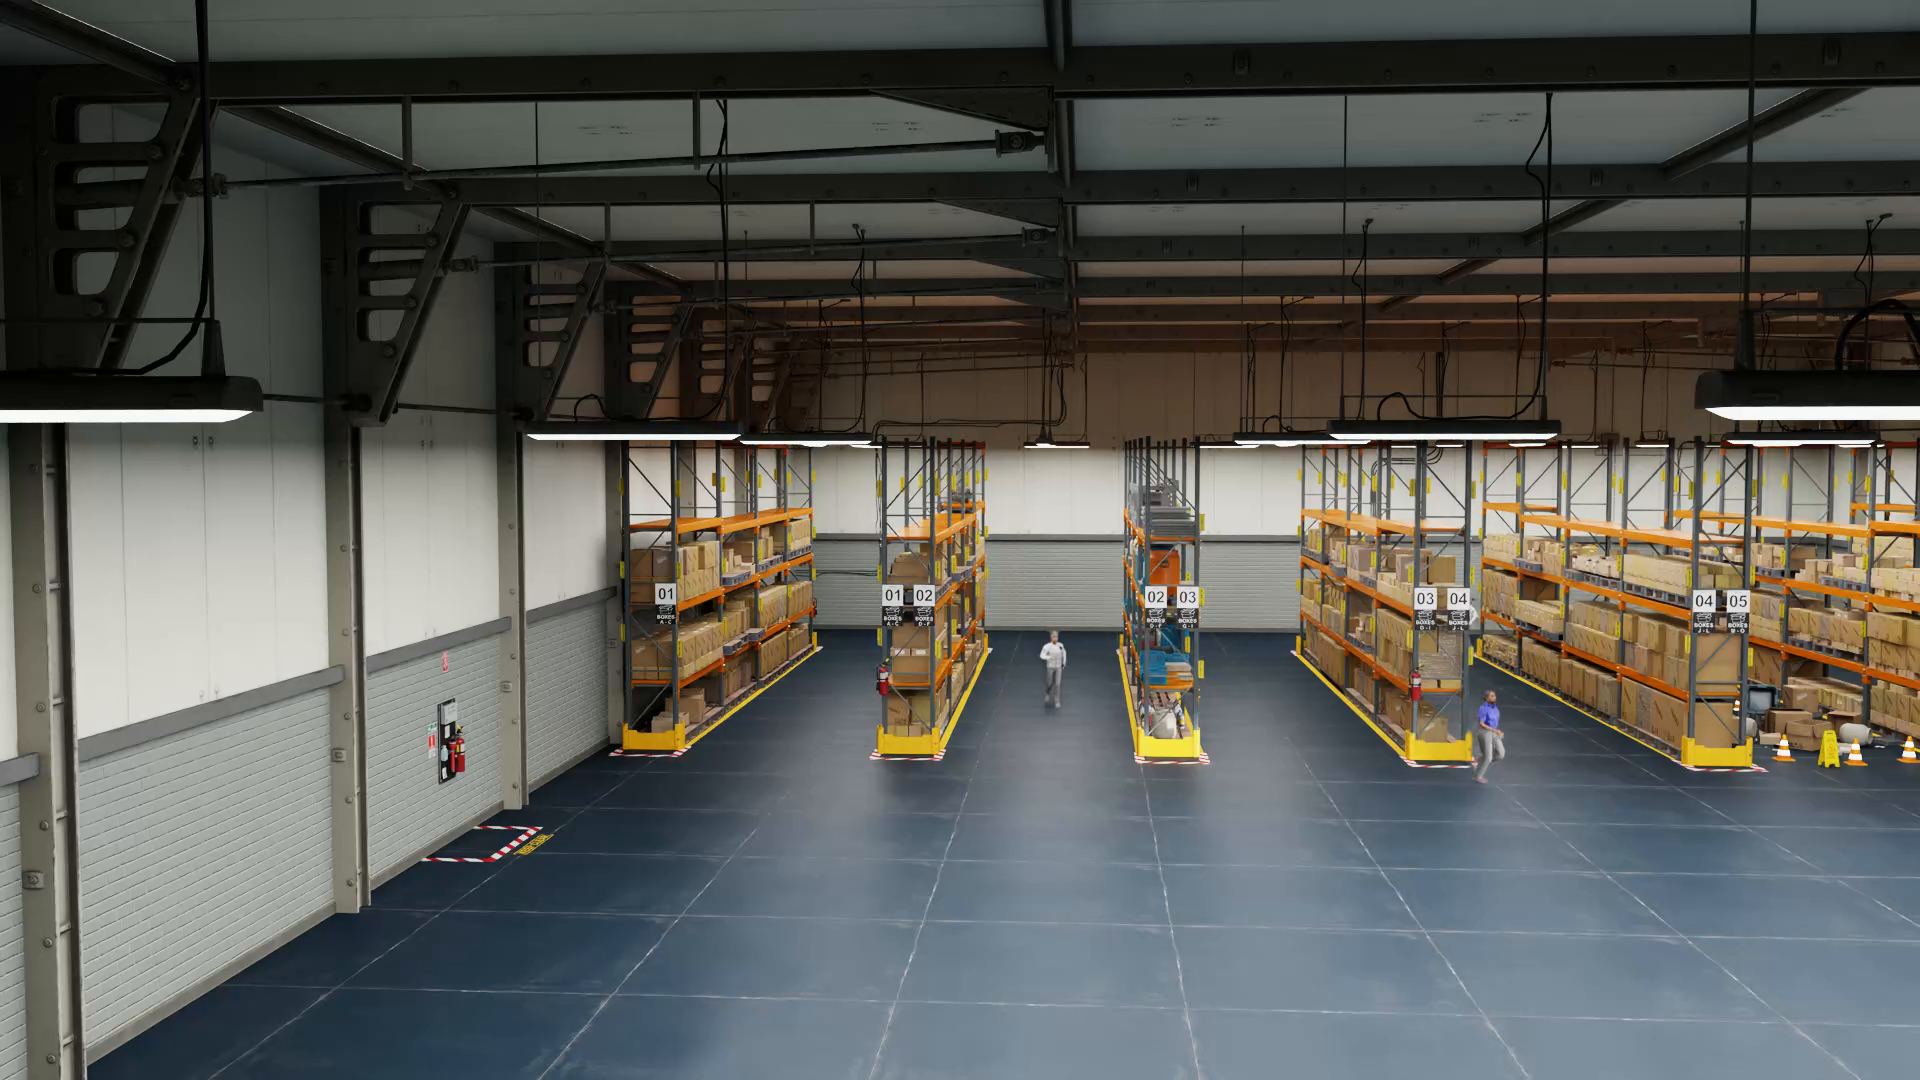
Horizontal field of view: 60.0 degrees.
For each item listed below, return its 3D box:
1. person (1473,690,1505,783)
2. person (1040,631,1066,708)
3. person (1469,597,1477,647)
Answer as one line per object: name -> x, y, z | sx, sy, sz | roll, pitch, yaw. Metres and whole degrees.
person -> 9.163, 3.388, 28.691 | 0.597, 1.610, 0.619 | -2, 4, -39
person -> 2.095, 2.862, 37.197 | 0.644, 1.685, 0.907 | -1, 3, -12
person -> 14.463, 2.389, 47.644 | 0.632, 1.634, 0.730 | 1, 3, 12
